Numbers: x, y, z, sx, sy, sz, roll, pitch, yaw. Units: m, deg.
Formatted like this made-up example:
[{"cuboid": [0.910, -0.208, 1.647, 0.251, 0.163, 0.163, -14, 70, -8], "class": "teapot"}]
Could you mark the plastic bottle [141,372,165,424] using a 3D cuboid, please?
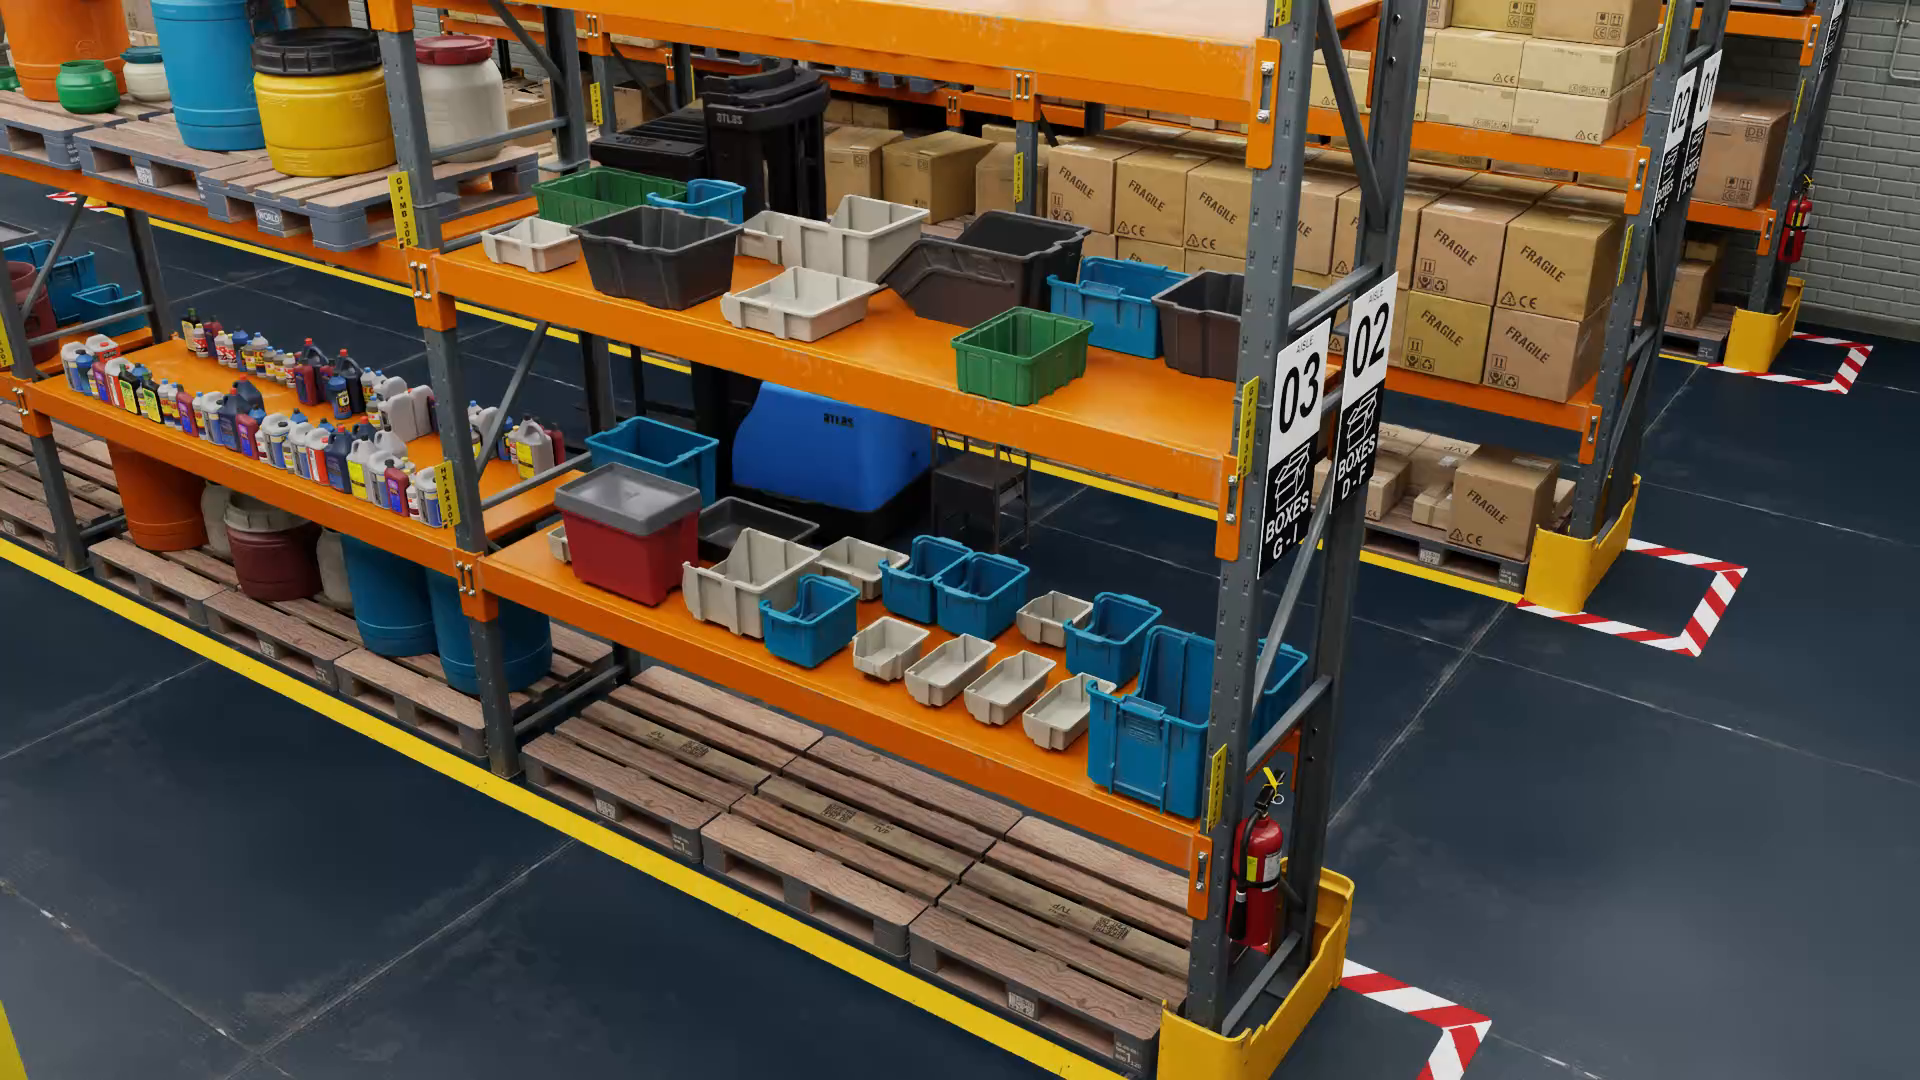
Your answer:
[{"cuboid": [-4.567, -0.806, 9.430, 0.133, 0.283, 0.061, 17, 32, 30], "class": "plastic bottle"}]

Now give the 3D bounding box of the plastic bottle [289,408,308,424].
[{"cuboid": [-3.571, -0.584, 9.007, 0.097, 0.271, 0.097, 0, 27, 0], "class": "plastic bottle"}]

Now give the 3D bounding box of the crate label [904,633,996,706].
[{"cuboid": [-0.052, 0.541, 6.878, 0.243, 0.136, 0.396, 17, 32, 30], "class": "crate label"}]

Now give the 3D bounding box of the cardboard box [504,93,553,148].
[{"cuboid": [-3.982, -3.640, 14.759, 0.500, 0.500, 0.500, 15, 31, 28], "class": "cardboard box"}]

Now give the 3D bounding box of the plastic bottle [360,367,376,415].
[{"cuboid": [-3.381, -0.859, 9.546, 0.097, 0.271, 0.097, 0, 27, 0], "class": "plastic bottle"}]

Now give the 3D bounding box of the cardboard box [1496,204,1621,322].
[{"cuboid": [3.482, -1.618, 9.684, 0.500, 0.500, 0.500, 17, 32, 30], "class": "cardboard box"}]

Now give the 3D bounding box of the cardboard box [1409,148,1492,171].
[{"cuboid": [4.546, -3.795, 14.844, 0.700, 0.700, 0.980, 16, 31, 29], "class": "cardboard box"}]

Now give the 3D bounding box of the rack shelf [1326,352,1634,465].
[{"cuboid": [2.356, -1.309, 11.083, 4.000, 0.370, 1.077, 17, 32, 30], "class": "rack shelf"}]

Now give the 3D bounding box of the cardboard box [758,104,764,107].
[{"cuboid": [-2.104, -5.172, 19.325, 0.500, 0.250, 0.500, 17, 31, 29], "class": "cardboard box"}]

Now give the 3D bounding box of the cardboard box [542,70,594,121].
[{"cuboid": [-4.817, -5.595, 20.982, 0.500, 0.500, 0.700, 15, 31, 27], "class": "cardboard box"}]

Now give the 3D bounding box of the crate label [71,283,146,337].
[{"cuboid": [-5.532, -1.493, 10.836, 0.416, 0.233, 0.303, 17, 32, 30], "class": "crate label"}]

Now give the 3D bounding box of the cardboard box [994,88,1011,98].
[{"cuboid": [0.555, -4.681, 17.171, 0.250, 0.149, 0.380, 18, 32, 31], "class": "cardboard box"}]

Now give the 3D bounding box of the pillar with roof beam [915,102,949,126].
[{"cuboid": [-2.807, -6.745, 14.356, 0.400, 9.000, 9.100, 17, 32, 30], "class": "pillar with roof beam"}]

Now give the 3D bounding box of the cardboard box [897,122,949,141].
[{"cuboid": [-0.411, -4.271, 18.380, 0.500, 0.500, 0.700, 18, 32, 31], "class": "cardboard box"}]

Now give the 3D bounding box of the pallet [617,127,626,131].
[{"cuboid": [-3.659, -4.967, 20.552, 1.213, 0.211, 1.003, 17, 32, 30], "class": "pallet"}]

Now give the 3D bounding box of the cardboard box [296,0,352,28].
[{"cuboid": [-6.256, -4.932, 15.868, 0.500, 0.500, 0.700, 17, 32, 31], "class": "cardboard box"}]

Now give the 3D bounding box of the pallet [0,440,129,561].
[{"cuboid": [-6.014, -0.290, 11.362, 1.213, 0.211, 1.003, 17, 32, 30], "class": "pallet"}]

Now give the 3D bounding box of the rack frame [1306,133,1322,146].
[{"cuboid": [3.509, -3.996, 15.570, 0.127, 3.000, 1.000, 17, 32, 30], "class": "rack frame"}]

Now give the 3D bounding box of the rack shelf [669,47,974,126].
[{"cuboid": [-1.437, -5.217, 18.760, 4.000, 0.370, 1.077, 17, 32, 30], "class": "rack shelf"}]

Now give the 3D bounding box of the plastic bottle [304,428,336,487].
[{"cuboid": [-3.325, -0.441, 8.720, 0.135, 0.276, 0.152, 17, 32, 30], "class": "plastic bottle"}]

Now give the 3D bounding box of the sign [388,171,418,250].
[{"cuboid": [-2.413, -1.428, 7.206, 0.005, 0.325, 0.100, 17, 32, 30], "class": "sign"}]

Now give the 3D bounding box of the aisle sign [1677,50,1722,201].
[{"cuboid": [4.227, -2.367, 9.502, 0.004, 0.787, 0.394, 17, 32, 30], "class": "aisle sign"}]

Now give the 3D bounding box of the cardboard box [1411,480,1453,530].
[{"cuboid": [3.134, -0.235, 10.817, 0.250, 0.166, 0.380, 17, 32, 30], "class": "cardboard box"}]

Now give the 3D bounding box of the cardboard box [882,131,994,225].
[{"cuboid": [-0.159, -2.733, 12.515, 0.500, 0.500, 0.700, 23, 35, 38], "class": "cardboard box"}]

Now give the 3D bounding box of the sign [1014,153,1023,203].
[{"cuboid": [0.396, -2.451, 11.257, 0.005, 0.325, 0.100, 17, 32, 30], "class": "sign"}]

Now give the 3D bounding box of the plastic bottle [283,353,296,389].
[{"cuboid": [-3.985, -1.016, 9.933, 0.097, 0.201, 0.097, 0, 27, 0], "class": "plastic bottle"}]

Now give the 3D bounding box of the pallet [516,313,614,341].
[{"cuboid": [-3.246, -2.154, 15.024, 1.213, 0.211, 1.003, 17, 32, 30], "class": "pallet"}]

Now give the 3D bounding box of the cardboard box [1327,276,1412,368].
[{"cuboid": [2.644, -1.436, 10.429, 0.500, 0.500, 0.500, 18, 32, 31], "class": "cardboard box"}]

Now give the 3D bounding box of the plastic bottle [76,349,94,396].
[{"cuboid": [-5.143, -0.990, 9.805, 0.097, 0.271, 0.097, 0, 27, 0], "class": "plastic bottle"}]

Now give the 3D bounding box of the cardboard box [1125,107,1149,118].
[{"cuboid": [1.835, -4.290, 16.401, 0.250, 0.149, 0.380, 18, 32, 32], "class": "cardboard box"}]

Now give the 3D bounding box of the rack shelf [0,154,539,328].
[{"cuboid": [-3.749, -1.822, 8.784, 4.000, 0.370, 1.077, 17, 32, 30], "class": "rack shelf"}]

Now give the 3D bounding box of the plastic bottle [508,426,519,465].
[{"cuboid": [-2.376, -0.515, 8.947, 0.097, 0.201, 0.097, 0, 27, 0], "class": "plastic bottle"}]

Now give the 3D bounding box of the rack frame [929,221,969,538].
[{"cuboid": [-0.065, -0.956, 10.587, 0.015, 2.100, 0.400, 17, 32, 30], "class": "rack frame"}]

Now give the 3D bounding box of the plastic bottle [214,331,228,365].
[{"cuboid": [-4.547, -1.191, 10.276, 0.097, 0.201, 0.097, 0, 27, 0], "class": "plastic bottle"}]

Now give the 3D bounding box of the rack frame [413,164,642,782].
[{"cuboid": [-2.100, -0.293, 8.292, 0.127, 3.000, 1.000, 17, 32, 30], "class": "rack frame"}]

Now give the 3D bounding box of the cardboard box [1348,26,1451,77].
[{"cuboid": [2.615, -2.904, 9.730, 0.500, 0.250, 0.500, 17, 32, 30], "class": "cardboard box"}]

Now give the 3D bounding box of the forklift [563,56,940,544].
[{"cuboid": [-1.691, -1.705, 11.143, 3.031, 2.935, 1.130, 13, 30, 23], "class": "forklift"}]

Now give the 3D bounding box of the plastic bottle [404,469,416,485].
[{"cuboid": [-2.794, -0.261, 8.449, 0.097, 0.201, 0.097, 0, 27, 0], "class": "plastic bottle"}]

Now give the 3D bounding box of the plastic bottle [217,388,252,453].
[{"cuboid": [-3.951, -0.667, 9.082, 0.185, 0.351, 0.144, 17, 32, 30], "class": "plastic bottle"}]

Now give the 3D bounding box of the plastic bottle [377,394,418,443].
[{"cuboid": [-3.115, -0.680, 9.189, 0.135, 0.276, 0.152, 17, 32, 30], "class": "plastic bottle"}]

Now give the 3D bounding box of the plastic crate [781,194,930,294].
[{"cuboid": [-0.455, -1.234, 6.965, 0.530, 0.282, 0.437, 17, 32, 30], "class": "plastic crate"}]

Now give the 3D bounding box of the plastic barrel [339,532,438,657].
[{"cuboid": [-3.122, 0.128, 9.317, 0.708, 0.901, 0.600, 17, 32, 30], "class": "plastic barrel"}]

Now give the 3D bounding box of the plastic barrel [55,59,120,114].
[{"cuboid": [-4.654, -2.417, 8.866, 0.294, 0.245, 0.294, 0, 27, 0], "class": "plastic barrel"}]

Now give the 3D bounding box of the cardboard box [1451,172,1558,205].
[{"cuboid": [3.353, -1.950, 10.337, 0.500, 0.500, 0.500, 18, 32, 31], "class": "cardboard box"}]

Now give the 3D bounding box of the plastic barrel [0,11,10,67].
[{"cuboid": [-5.951, -3.172, 10.090, 0.600, 0.901, 0.600, 0, 27, 0], "class": "plastic barrel"}]

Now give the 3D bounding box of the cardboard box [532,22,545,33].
[{"cuboid": [-4.892, -6.384, 20.405, 0.500, 0.250, 0.500, 18, 32, 31], "class": "cardboard box"}]

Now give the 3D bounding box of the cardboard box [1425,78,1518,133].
[{"cuboid": [3.026, -2.552, 9.590, 0.500, 0.250, 0.500, 17, 32, 30], "class": "cardboard box"}]

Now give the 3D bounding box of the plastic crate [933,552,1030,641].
[{"cuboid": [0.095, 0.258, 7.329, 0.300, 0.233, 0.416, 17, 32, 30], "class": "plastic crate"}]

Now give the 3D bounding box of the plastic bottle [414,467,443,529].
[{"cuboid": [-2.608, -0.218, 8.281, 0.135, 0.276, 0.152, 17, 32, 30], "class": "plastic bottle"}]

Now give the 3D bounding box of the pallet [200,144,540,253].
[{"cuboid": [-2.801, -1.710, 7.978, 1.003, 0.211, 1.213, 17, 32, 30], "class": "pallet"}]

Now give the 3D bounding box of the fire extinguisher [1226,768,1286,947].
[{"cuboid": [1.064, 1.144, 5.966, 0.183, 0.674, 0.296, 17, 32, 30], "class": "fire extinguisher"}]

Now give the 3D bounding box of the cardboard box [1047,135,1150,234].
[{"cuboid": [0.937, -2.407, 11.235, 0.500, 0.500, 0.500, 18, 32, 32], "class": "cardboard box"}]

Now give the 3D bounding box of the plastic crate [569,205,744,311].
[{"cuboid": [-1.231, -1.150, 6.813, 0.590, 0.269, 0.497, 17, 32, 30], "class": "plastic crate"}]

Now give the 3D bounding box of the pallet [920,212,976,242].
[{"cuboid": [0.111, -2.304, 12.456, 1.213, 0.211, 1.003, 17, 32, 30], "class": "pallet"}]

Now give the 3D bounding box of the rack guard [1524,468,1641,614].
[{"cuboid": [3.942, -0.022, 10.516, 0.348, 0.500, 1.175, 17, 32, 30], "class": "rack guard"}]

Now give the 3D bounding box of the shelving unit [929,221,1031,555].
[{"cuboid": [0.136, -0.893, 10.464, 0.503, 2.100, 0.431, 17, 32, 30], "class": "shelving unit"}]
